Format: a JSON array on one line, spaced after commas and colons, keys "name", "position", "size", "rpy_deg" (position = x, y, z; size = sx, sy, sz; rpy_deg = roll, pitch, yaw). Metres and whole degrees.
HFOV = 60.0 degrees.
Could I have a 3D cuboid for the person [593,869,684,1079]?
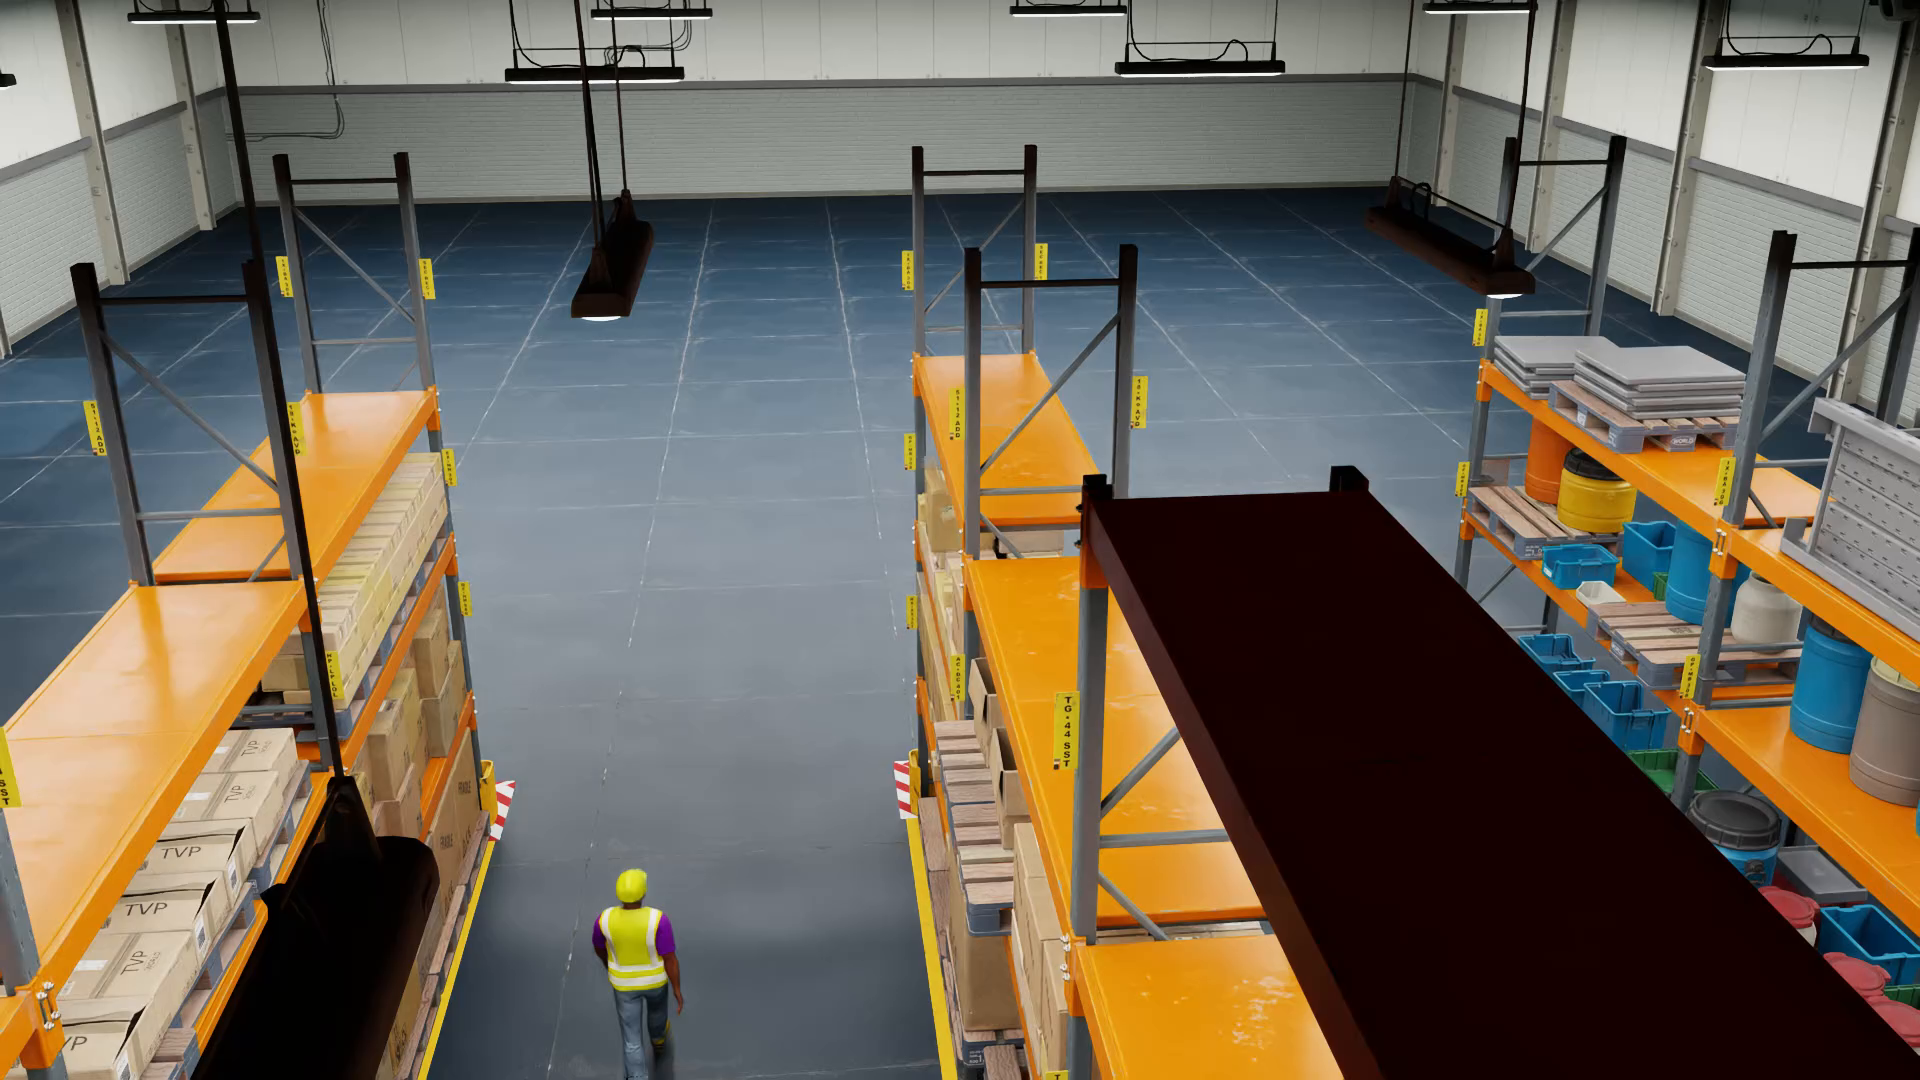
[{"name": "person", "position": [-2.258, 3.014, 11.647], "size": [0.572, 1.705, 1.079], "rpy_deg": [-5, 22, -13]}]
